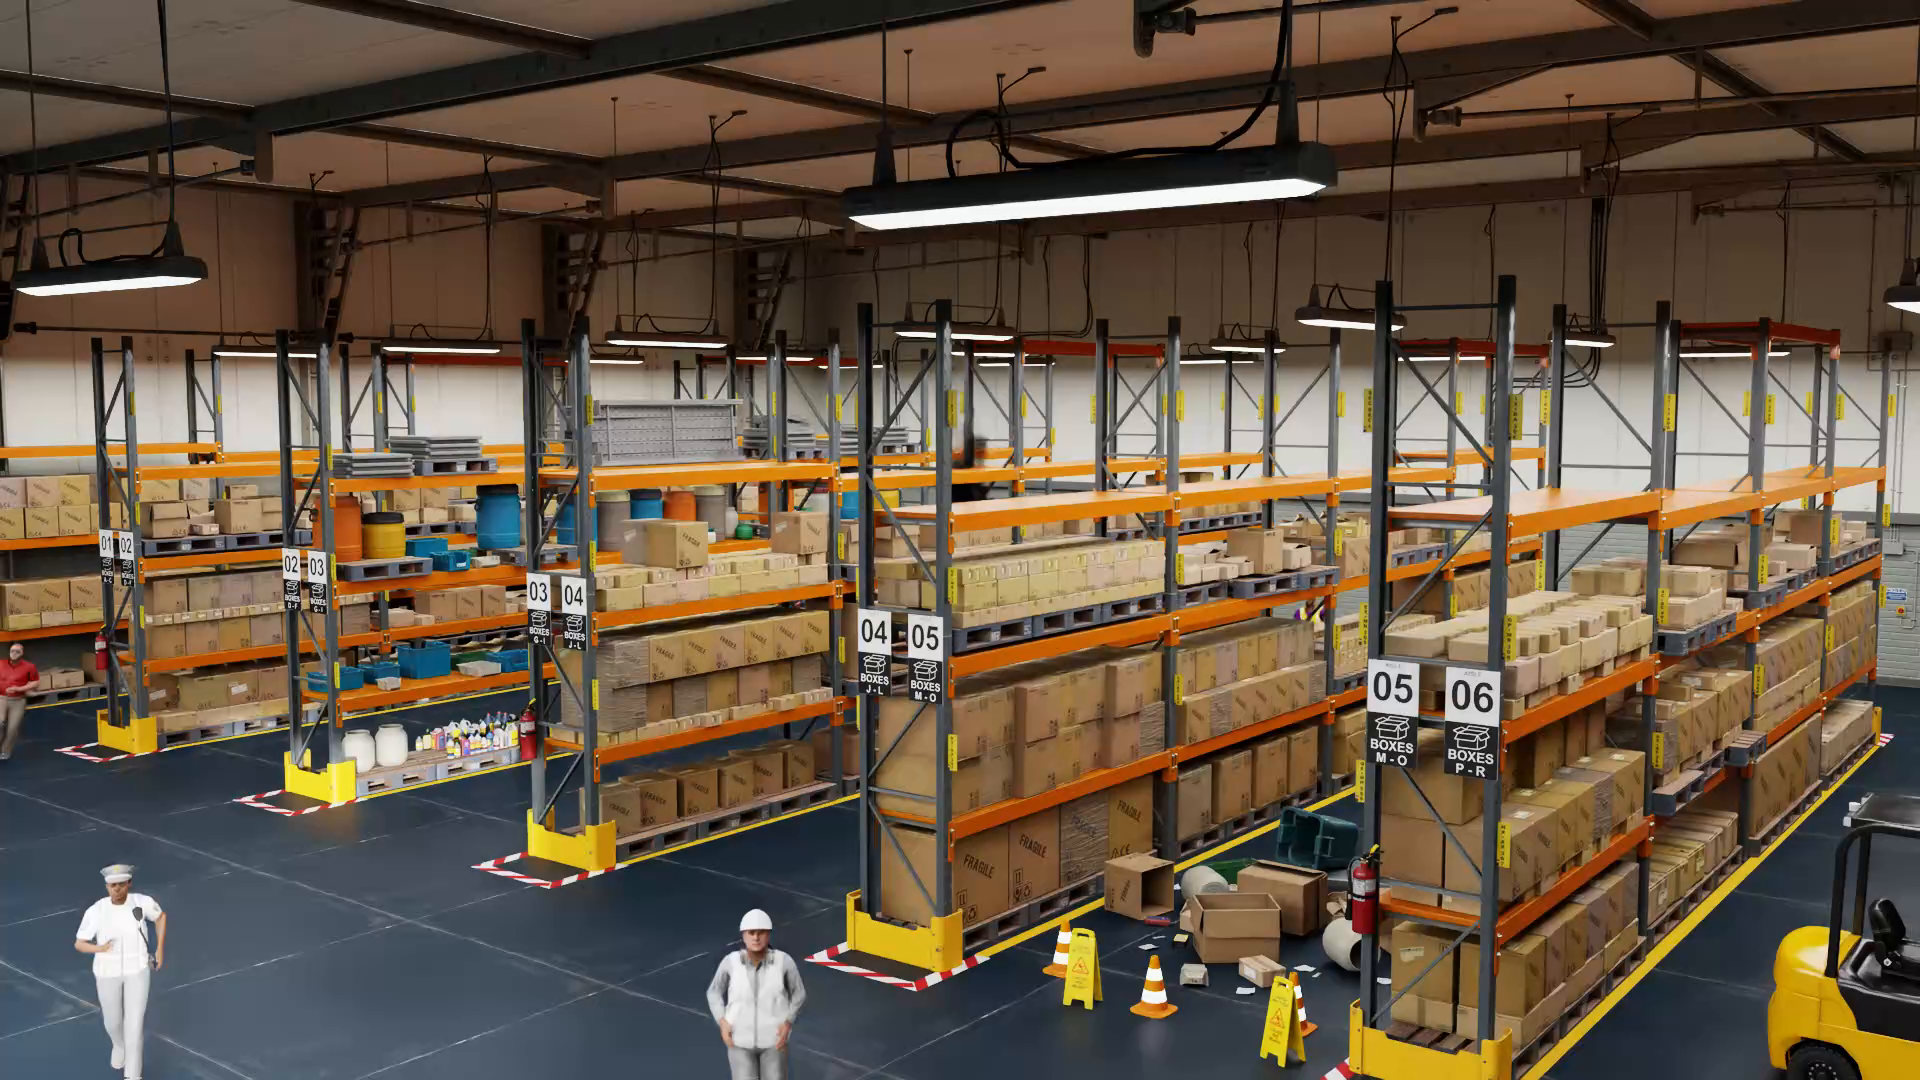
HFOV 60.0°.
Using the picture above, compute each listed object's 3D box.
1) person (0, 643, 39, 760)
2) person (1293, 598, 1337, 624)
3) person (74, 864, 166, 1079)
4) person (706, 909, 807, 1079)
[{"bbox_3d":[-13.307,2.311,23.343,0.713,1.730,0.638,-2,5,-20],"label":"person"},{"bbox_3d":[6.181,1.760,29.214,0.728,1.715,0.613,4,6,37],"label":"person"},{"bbox_3d":[-6.234,3.221,12.379,0.604,1.702,0.900,-2,5,-24],"label":"person"},{"bbox_3d":[-1.366,3.329,11.174,0.670,1.745,0.617,0,5,-4],"label":"person"}]
